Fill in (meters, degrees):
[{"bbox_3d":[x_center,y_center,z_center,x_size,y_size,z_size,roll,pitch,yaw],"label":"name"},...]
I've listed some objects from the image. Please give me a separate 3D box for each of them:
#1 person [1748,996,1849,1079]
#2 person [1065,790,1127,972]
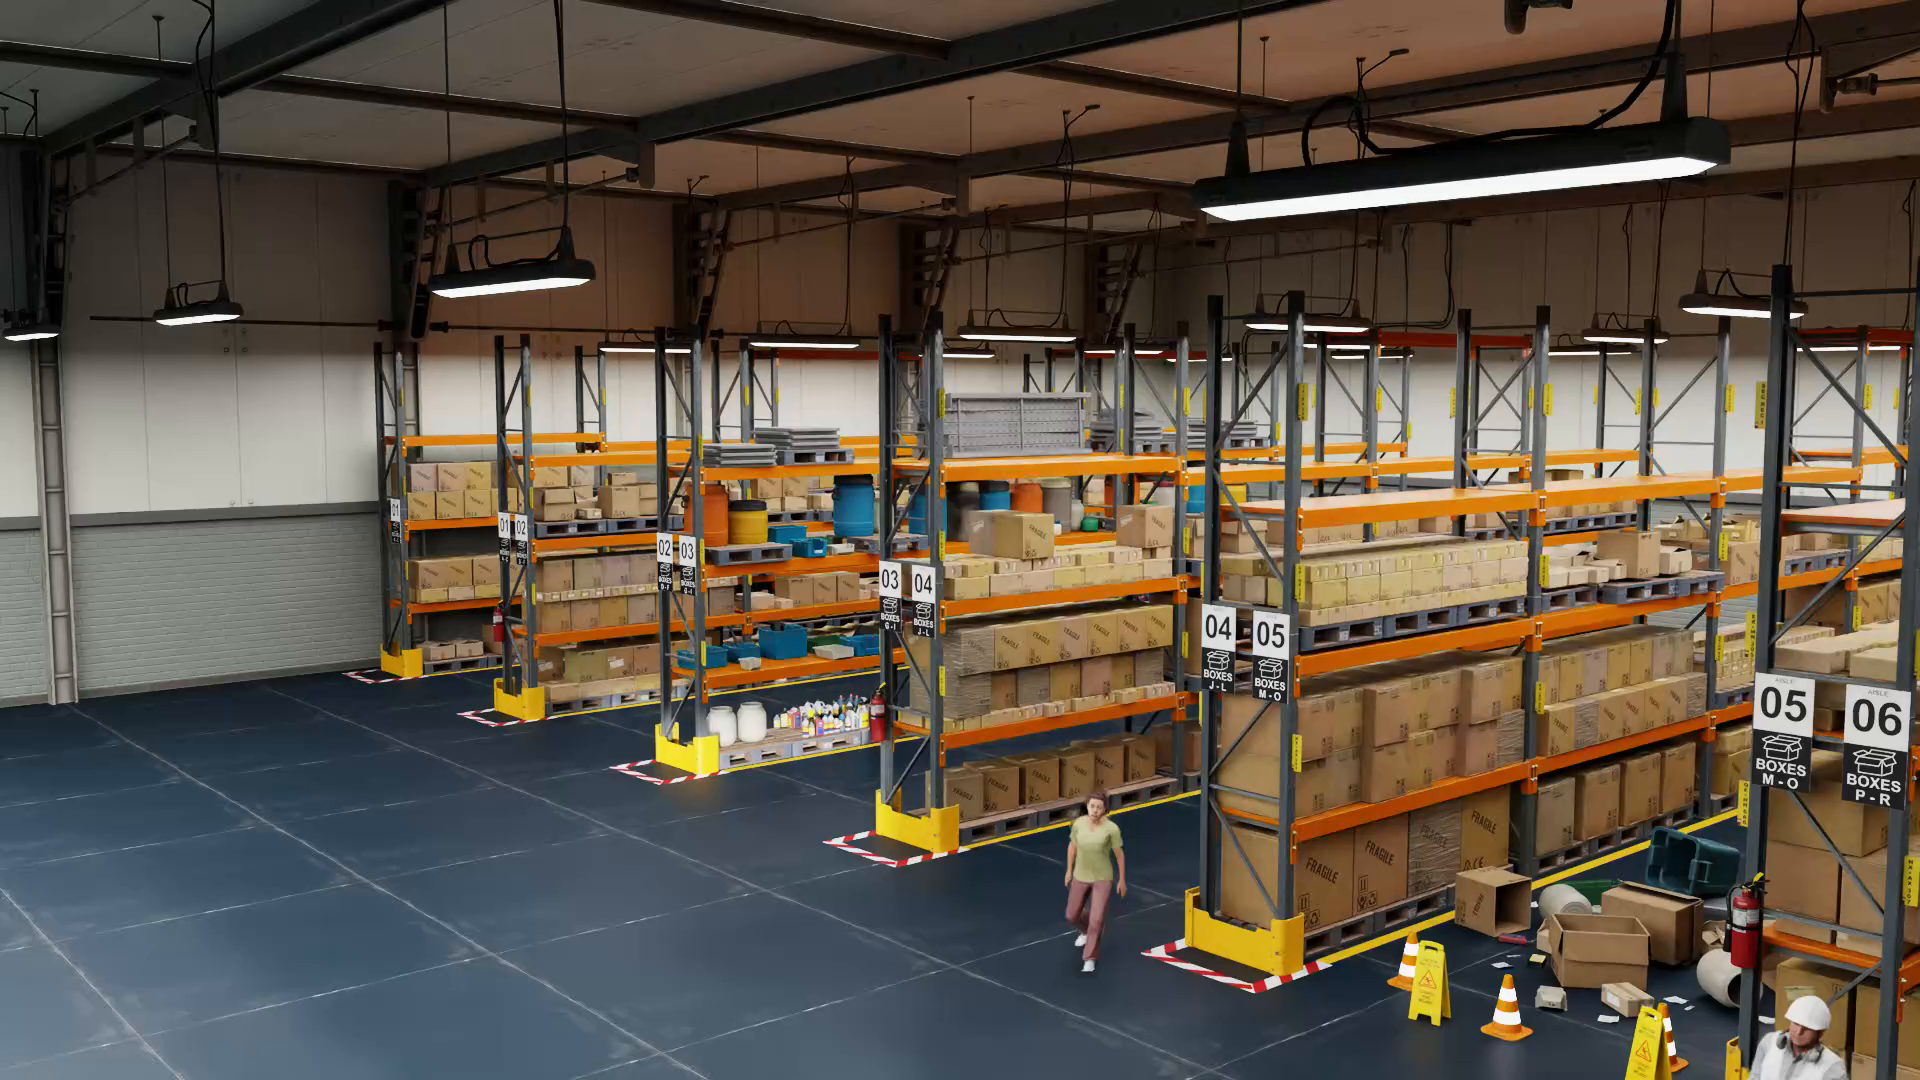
[{"bbox_3d":[4.835,3.424,9.742,0.609,1.709,0.817,-4,7,-38],"label":"person"},{"bbox_3d":[1.251,3.004,14.945,0.586,1.619,0.663,2,5,18],"label":"person"}]
